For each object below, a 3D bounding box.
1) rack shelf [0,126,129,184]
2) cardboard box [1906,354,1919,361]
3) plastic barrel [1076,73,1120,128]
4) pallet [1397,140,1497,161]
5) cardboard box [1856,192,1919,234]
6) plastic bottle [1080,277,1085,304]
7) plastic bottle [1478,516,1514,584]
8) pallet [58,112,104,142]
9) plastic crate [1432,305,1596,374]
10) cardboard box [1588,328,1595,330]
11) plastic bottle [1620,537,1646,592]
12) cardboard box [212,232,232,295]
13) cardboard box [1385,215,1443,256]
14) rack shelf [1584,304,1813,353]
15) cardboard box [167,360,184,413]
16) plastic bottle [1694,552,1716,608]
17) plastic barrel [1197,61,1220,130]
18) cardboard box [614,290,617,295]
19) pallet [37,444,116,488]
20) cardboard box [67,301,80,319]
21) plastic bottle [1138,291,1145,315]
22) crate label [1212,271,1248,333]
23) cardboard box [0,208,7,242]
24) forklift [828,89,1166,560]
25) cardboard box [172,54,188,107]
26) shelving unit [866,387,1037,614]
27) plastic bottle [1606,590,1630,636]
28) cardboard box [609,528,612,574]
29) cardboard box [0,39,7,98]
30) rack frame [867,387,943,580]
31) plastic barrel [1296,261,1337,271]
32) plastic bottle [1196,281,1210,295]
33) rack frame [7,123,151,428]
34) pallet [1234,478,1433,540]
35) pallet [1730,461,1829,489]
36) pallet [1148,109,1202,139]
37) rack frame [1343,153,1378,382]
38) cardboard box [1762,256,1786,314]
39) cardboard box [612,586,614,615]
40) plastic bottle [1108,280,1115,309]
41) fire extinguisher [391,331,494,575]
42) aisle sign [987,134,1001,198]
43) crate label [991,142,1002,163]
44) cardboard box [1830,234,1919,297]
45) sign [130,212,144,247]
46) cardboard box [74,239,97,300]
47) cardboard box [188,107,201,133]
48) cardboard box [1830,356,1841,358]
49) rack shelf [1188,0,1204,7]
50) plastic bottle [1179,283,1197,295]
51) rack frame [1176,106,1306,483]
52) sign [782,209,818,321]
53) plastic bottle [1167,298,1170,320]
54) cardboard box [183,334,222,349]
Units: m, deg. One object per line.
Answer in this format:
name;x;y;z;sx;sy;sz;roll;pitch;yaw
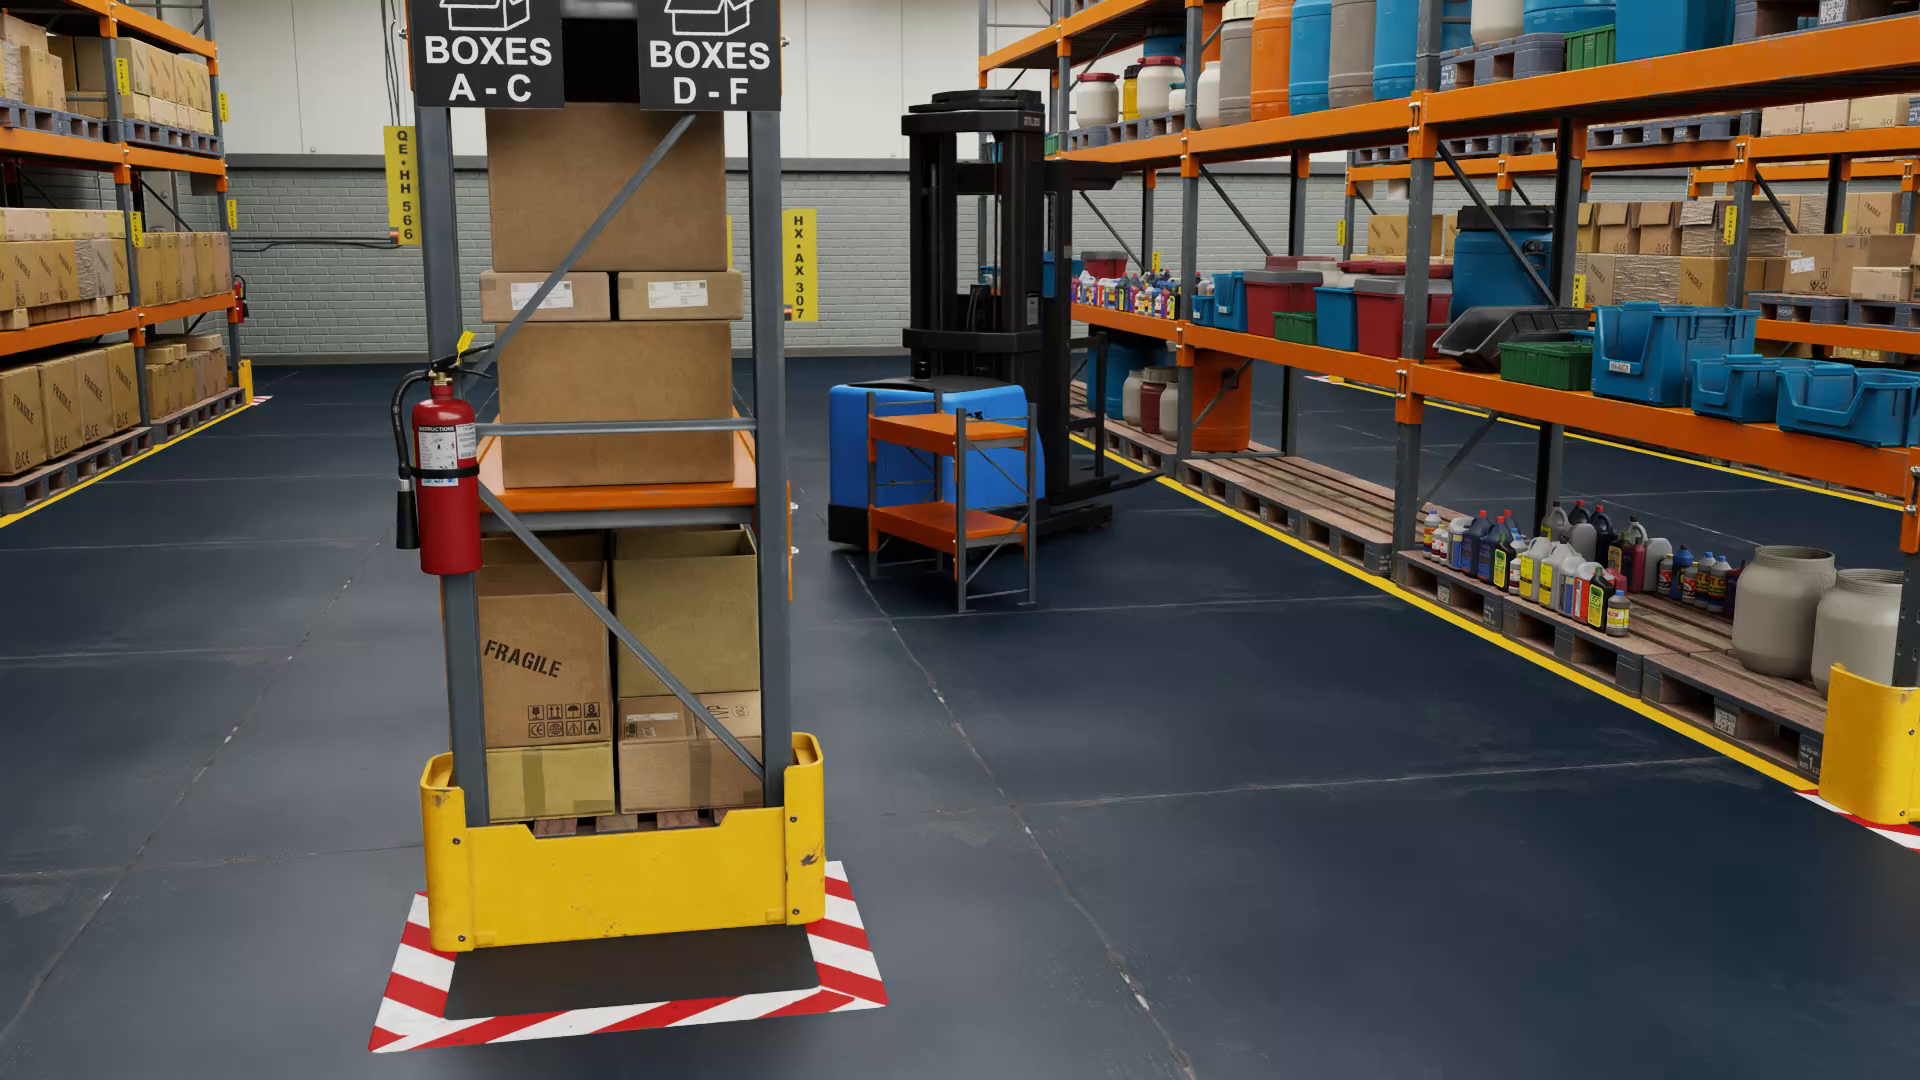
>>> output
rack shelf;-7.819;-3.097;13.345;1.077;0.370;4.000;-2;11;-11
cardboard box;11.389;-2.214;19.718;0.380;0.149;0.250;-2;11;-9
plastic barrel;1.366;-4.344;16.491;0.433;0.535;0.433;0;11;0
pallet;5.986;-4.687;20.016;1.003;0.211;1.213;-2;11;-11
cardboard box;10.897;-3.808;19.445;0.500;0.500;0.500;-3;11;-13
plastic bottle;1.248;-2.495;16.625;0.097;0.271;0.097;0;11;0
plastic bottle;2.853;0.047;8.837;0.144;0.351;0.185;-3;11;-13
pallet;-7.981;-3.556;14.349;0.805;0.209;1.217;-3;11;-13
plastic crate;3.043;-1.105;9.146;0.767;0.338;0.504;-2;11;-11
cardboard box;6.867;-1.604;16.159;1.225;0.875;0.875;-2;11;-11
plastic bottle;3.497;0.118;8.642;0.061;0.283;0.133;-2;11;-11
cardboard box;-8.877;-3.131;18.822;0.980;0.700;0.700;-2;11;-8
cardboard box;5.623;-3.774;20.601;0.500;0.500;0.500;-2;11;-13
rack shelf;6.757;-2.163;16.465;1.077;0.370;4.000;-2;11;-11
cardboard box;-8.347;-1.555;16.905;0.700;0.500;0.500;-2;11;-12
plastic bottle;3.711;0.196;8.262;0.097;0.271;0.097;0;11;0
plastic barrel;2.048;-3.430;12.875;0.421;0.512;0.421;0;11;0
cardboard box;-1.498;-0.836;7.300;0.700;0.500;0.500;-2;11;-10
pallet;-7.743;-0.610;13.839;1.003;0.211;1.213;-2;11;-11
cardboard box;-7.660;-1.943;14.003;0.380;0.149;0.250;-2;11;-13
plastic bottle;1.628;-2.102;14.751;0.097;0.201;0.097;0;11;0
crate label;2.216;-1.795;12.511;0.502;0.435;0.616;-2;11;-11
cardboard box;-7.271;-2.281;12.036;0.500;0.250;0.500;-2;11;-10
forklift;0.415;-1.542;11.462;1.130;2.935;3.031;8;13;35
cardboard box;-8.380;-4.789;17.316;0.500;0.500;0.500;-3;11;-14
shelving unit;-0.063;-0.258;9.545;0.538;1.125;1.048;-6;13;-31
plastic bottle;3.057;0.335;7.721;0.097;0.201;0.097;0;11;0
cardboard box;-1.906;-0.093;7.887;0.500;0.500;0.500;-2;11;-11
cardboard box;-7.830;-3.632;12.792;0.700;0.500;0.500;-2;11;-8
rack frame;-0.327;-0.339;9.972;0.500;1.125;0.032;-6;13;-31
plastic barrel;2.697;-1.844;12.563;0.421;0.512;0.421;0;11;0
plastic bottle;2.251;-2.254;15.350;0.152;0.276;0.135;-2;11;-11
rack frame;-8.208;-2.343;15.485;1.000;3.000;0.127;-2;11;-11
pallet;2.634;-0.233;11.857;1.003;0.211;1.213;-2;11;-11
pallet;7.297;-0.637;13.978;1.003;0.211;1.213;-2;11;-11
pallet;2.235;-3.495;14.017;1.003;0.211;1.213;-2;11;-11
rack frame;5.590;-3.617;22.179;1.000;3.000;0.127;-2;11;-11
cardboard box;7.319;-2.298;14.981;0.500;0.500;0.500;-2;11;-9
cardboard box;-1.909;0.276;7.957;0.500;0.250;0.500;-2;11;-11
plastic bottle;1.447;-2.307;15.639;0.097;0.271;0.097;0;11;0
fire extinguisher;-1.448;-0.247;4.677;0.296;0.674;0.183;-2;11;-11
aisle sign;0.427;-4.717;21.002;0.394;0.787;0.004;-2;11;-11
crate label;0.594;-4.657;20.015;0.408;0.251;0.502;-2;11;-11
cardboard box;7.497;-2.209;13.390;0.700;0.500;0.500;0;11;-3
sign;-7.678;-2.895;15.498;0.100;0.325;0.005;-2;11;-11
cardboard box;-7.673;-2.287;14.074;0.500;0.500;0.500;-2;11;-11
cardboard box;-8.481;-4.512;17.868;0.500;0.250;0.500;-3;11;-13
cardboard box;10.746;-2.141;20.130;0.380;0.149;0.250;-3;11;-13
rack shelf;2.677;-4.000;11.140;1.077;0.370;4.000;-2;11;-11
plastic bottle;2.101;-2.290;15.339;0.144;0.351;0.185;-2;11;-11
rack frame;2.288;-1.970;13.524;1.000;3.000;0.127;-2;11;-11
sign;-0.470;-0.806;4.884;0.100;0.325;0.005;-2;11;-11
plastic bottle;1.786;-1.953;13.965;0.097;0.201;0.097;0;11;0
cardboard box;-8.548;-2.232;18.729;0.380;0.149;0.250;-2;11;-12
